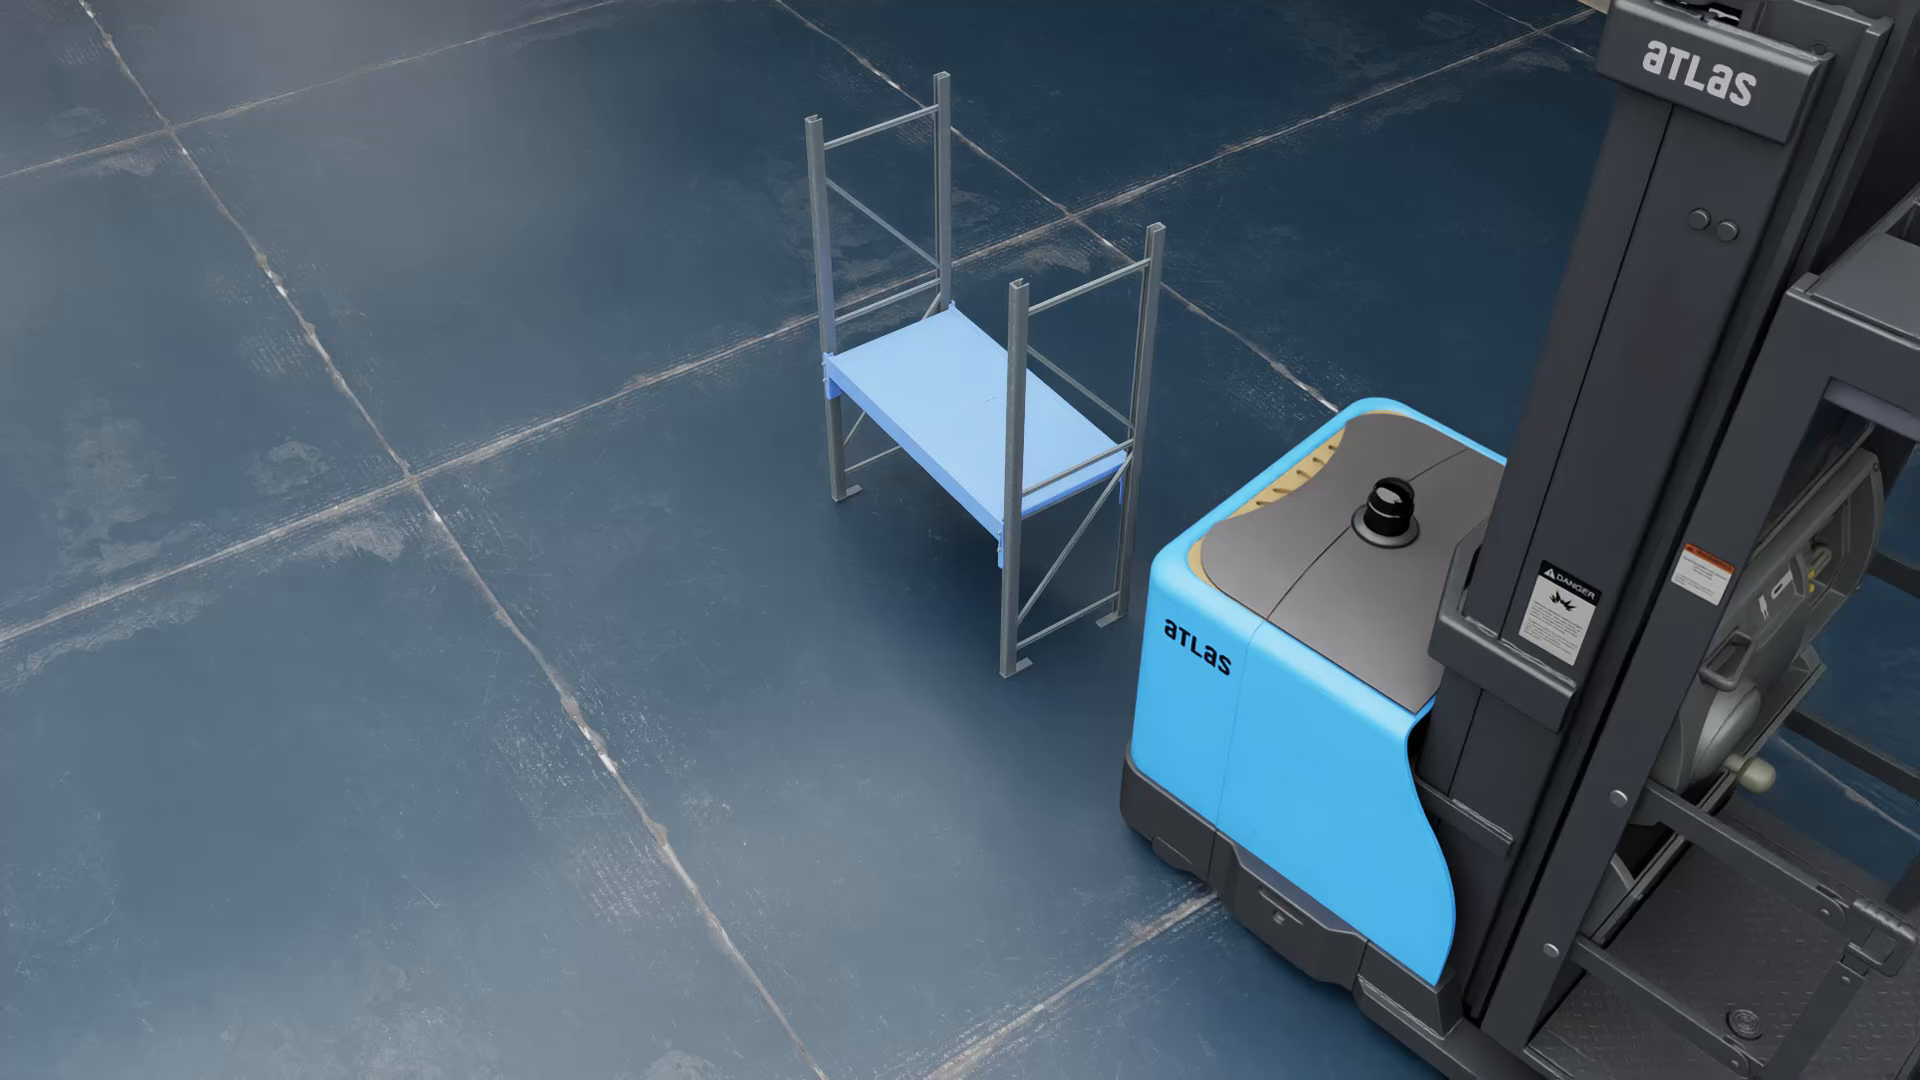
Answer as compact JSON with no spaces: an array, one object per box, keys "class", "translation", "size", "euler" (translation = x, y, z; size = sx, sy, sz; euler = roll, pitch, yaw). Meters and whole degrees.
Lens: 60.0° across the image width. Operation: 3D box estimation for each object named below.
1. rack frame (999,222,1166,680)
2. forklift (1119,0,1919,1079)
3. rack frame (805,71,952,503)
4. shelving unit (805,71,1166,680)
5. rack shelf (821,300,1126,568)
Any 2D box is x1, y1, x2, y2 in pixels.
[{"class":"rack frame","translation":[0.340,-0.206,4.880],"size":[0.500,1.500,0.032],"euler":[-26,49,-24]},{"class":"forklift","translation":[1.863,0.247,3.369],"size":[3.031,2.935,1.130],"euler":[35,53,31]},{"class":"rack frame","translation":[-0.242,-0.782,5.483],"size":[0.500,1.500,0.032],"euler":[-26,49,-24]},{"class":"shelving unit","translation":[0.049,-0.494,5.182],"size":[0.538,1.500,1.048],"euler":[-26,49,-24]},{"class":"rack shelf","translation":[0.049,-0.364,5.306],"size":[0.538,0.185,1.000],"euler":[-26,49,-24]}]
